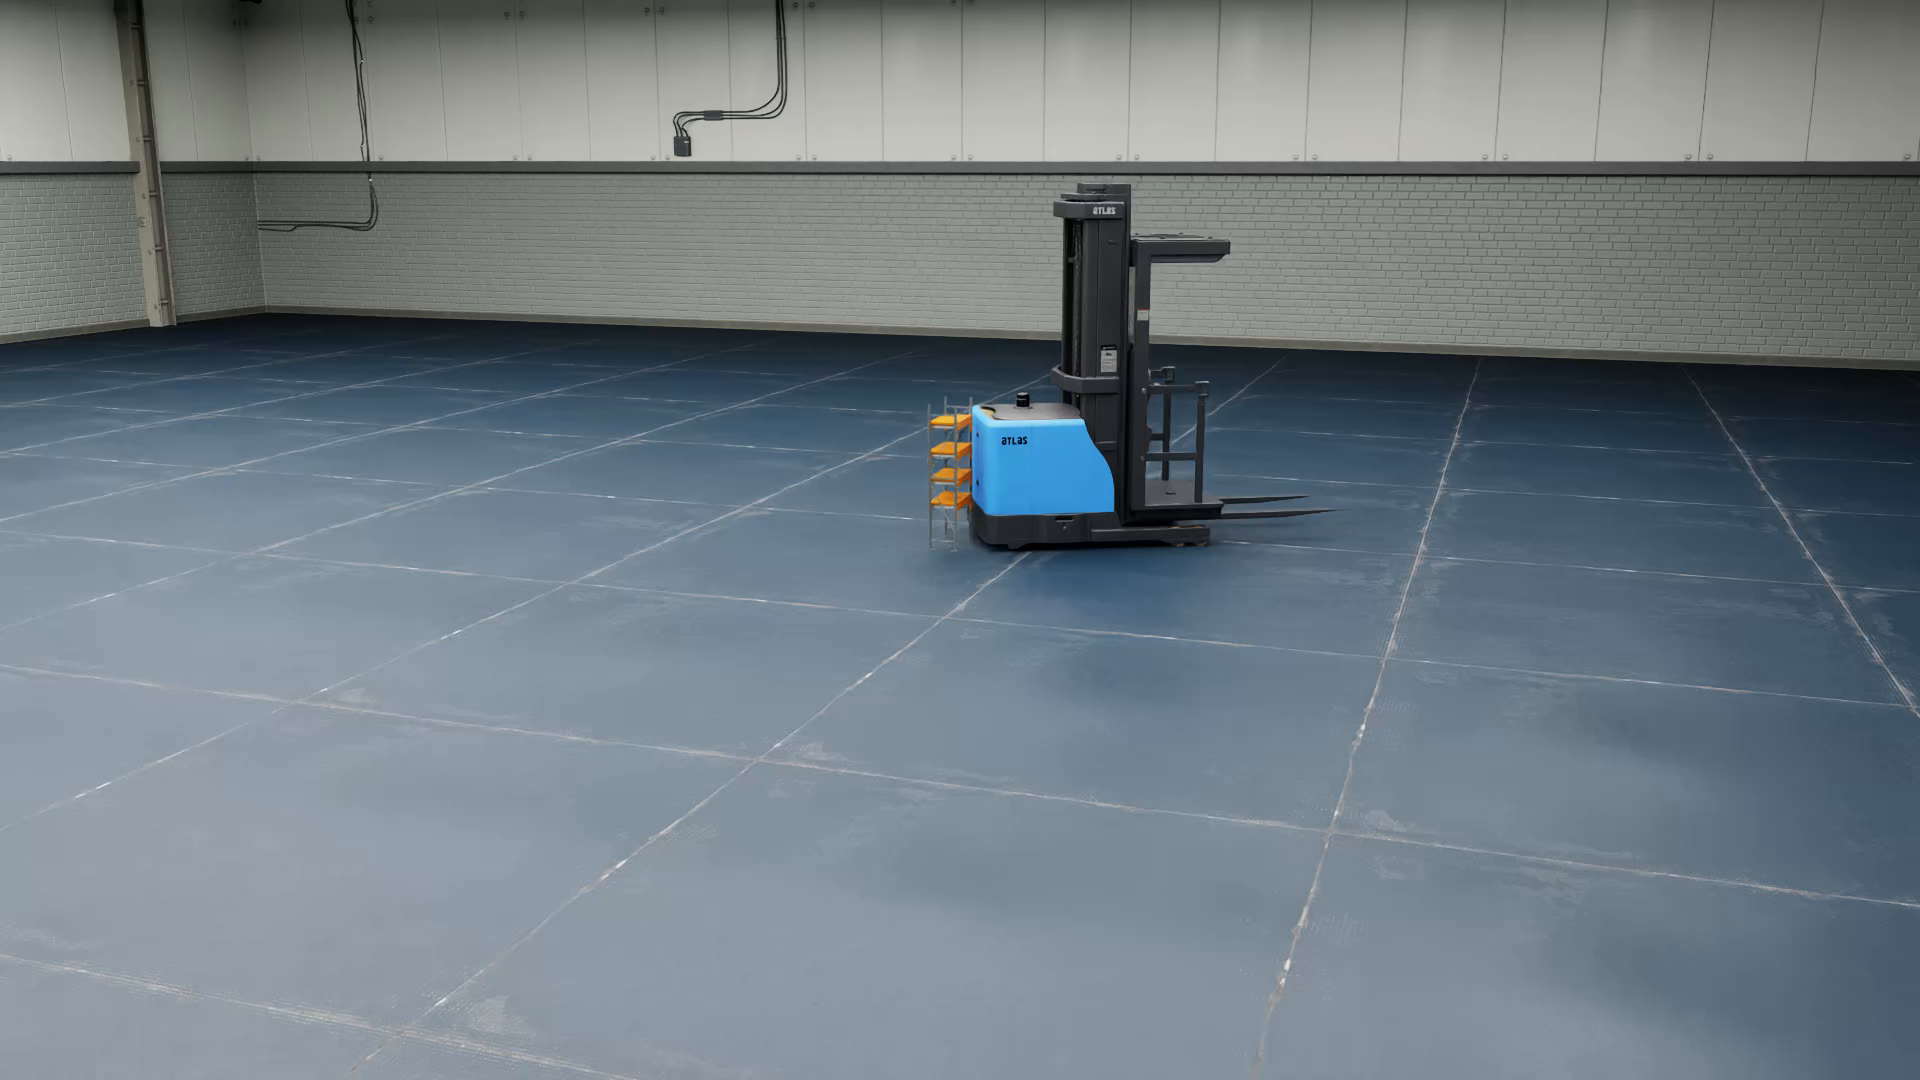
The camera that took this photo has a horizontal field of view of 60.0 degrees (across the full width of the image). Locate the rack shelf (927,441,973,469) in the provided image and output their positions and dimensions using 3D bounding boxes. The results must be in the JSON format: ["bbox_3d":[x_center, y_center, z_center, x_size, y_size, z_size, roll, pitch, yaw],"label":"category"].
[{"bbox_3d":[-0.079,-0.701,13.660,0.258,0.148,0.480,3,13,15],"label":"rack shelf"}]

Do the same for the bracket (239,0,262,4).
[{"bbox_3d":[-14.187,-10.854,33.232,0.235,0.232,0.430,4,14,18],"label":"bracket"}]

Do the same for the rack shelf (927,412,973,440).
[{"bbox_3d":[-0.079,-0.932,13.608,0.258,0.148,0.480,3,13,15],"label":"rack shelf"}]

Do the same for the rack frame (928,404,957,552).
[{"bbox_3d":[-0.142,-0.496,13.466,0.240,1.200,0.015,3,13,15],"label":"rack frame"}]

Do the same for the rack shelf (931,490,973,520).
[{"bbox_3d":[-0.079,-0.290,13.755,0.258,0.148,0.480,3,13,15],"label":"rack shelf"}]

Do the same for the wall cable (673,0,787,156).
[{"bbox_3d":[-4.242,-10.035,30.088,2.305,6.003,0.169,4,14,18],"label":"wall cable"}]

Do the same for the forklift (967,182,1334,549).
[{"bbox_3d":[1.627,-1.487,13.914,3.031,2.935,1.130,-2,13,-9],"label":"forklift"}]

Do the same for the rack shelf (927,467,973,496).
[{"bbox_3d":[-0.079,-0.483,13.710,0.258,0.148,0.480,3,13,15],"label":"rack shelf"}]

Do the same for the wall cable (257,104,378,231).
[{"bbox_3d":[-13.220,-7.550,33.821,3.097,2.526,0.112,4,14,18],"label":"wall cable"}]

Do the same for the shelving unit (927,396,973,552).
[{"bbox_3d":[-0.079,-0.549,13.695,0.258,1.200,0.503,3,13,15],"label":"shelving unit"}]

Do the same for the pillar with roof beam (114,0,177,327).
[{"bbox_3d":[-11.351,-8.229,29.817,9.100,9.000,0.548,4,14,18],"label":"pillar with roof beam"}]

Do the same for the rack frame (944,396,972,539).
[{"bbox_3d":[-0.016,-0.602,13.925,0.240,1.200,0.015,3,13,15],"label":"rack frame"}]

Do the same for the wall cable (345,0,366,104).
[{"bbox_3d":[-10.660,-9.817,32.406,3.097,2.526,0.112,4,14,18],"label":"wall cable"}]
